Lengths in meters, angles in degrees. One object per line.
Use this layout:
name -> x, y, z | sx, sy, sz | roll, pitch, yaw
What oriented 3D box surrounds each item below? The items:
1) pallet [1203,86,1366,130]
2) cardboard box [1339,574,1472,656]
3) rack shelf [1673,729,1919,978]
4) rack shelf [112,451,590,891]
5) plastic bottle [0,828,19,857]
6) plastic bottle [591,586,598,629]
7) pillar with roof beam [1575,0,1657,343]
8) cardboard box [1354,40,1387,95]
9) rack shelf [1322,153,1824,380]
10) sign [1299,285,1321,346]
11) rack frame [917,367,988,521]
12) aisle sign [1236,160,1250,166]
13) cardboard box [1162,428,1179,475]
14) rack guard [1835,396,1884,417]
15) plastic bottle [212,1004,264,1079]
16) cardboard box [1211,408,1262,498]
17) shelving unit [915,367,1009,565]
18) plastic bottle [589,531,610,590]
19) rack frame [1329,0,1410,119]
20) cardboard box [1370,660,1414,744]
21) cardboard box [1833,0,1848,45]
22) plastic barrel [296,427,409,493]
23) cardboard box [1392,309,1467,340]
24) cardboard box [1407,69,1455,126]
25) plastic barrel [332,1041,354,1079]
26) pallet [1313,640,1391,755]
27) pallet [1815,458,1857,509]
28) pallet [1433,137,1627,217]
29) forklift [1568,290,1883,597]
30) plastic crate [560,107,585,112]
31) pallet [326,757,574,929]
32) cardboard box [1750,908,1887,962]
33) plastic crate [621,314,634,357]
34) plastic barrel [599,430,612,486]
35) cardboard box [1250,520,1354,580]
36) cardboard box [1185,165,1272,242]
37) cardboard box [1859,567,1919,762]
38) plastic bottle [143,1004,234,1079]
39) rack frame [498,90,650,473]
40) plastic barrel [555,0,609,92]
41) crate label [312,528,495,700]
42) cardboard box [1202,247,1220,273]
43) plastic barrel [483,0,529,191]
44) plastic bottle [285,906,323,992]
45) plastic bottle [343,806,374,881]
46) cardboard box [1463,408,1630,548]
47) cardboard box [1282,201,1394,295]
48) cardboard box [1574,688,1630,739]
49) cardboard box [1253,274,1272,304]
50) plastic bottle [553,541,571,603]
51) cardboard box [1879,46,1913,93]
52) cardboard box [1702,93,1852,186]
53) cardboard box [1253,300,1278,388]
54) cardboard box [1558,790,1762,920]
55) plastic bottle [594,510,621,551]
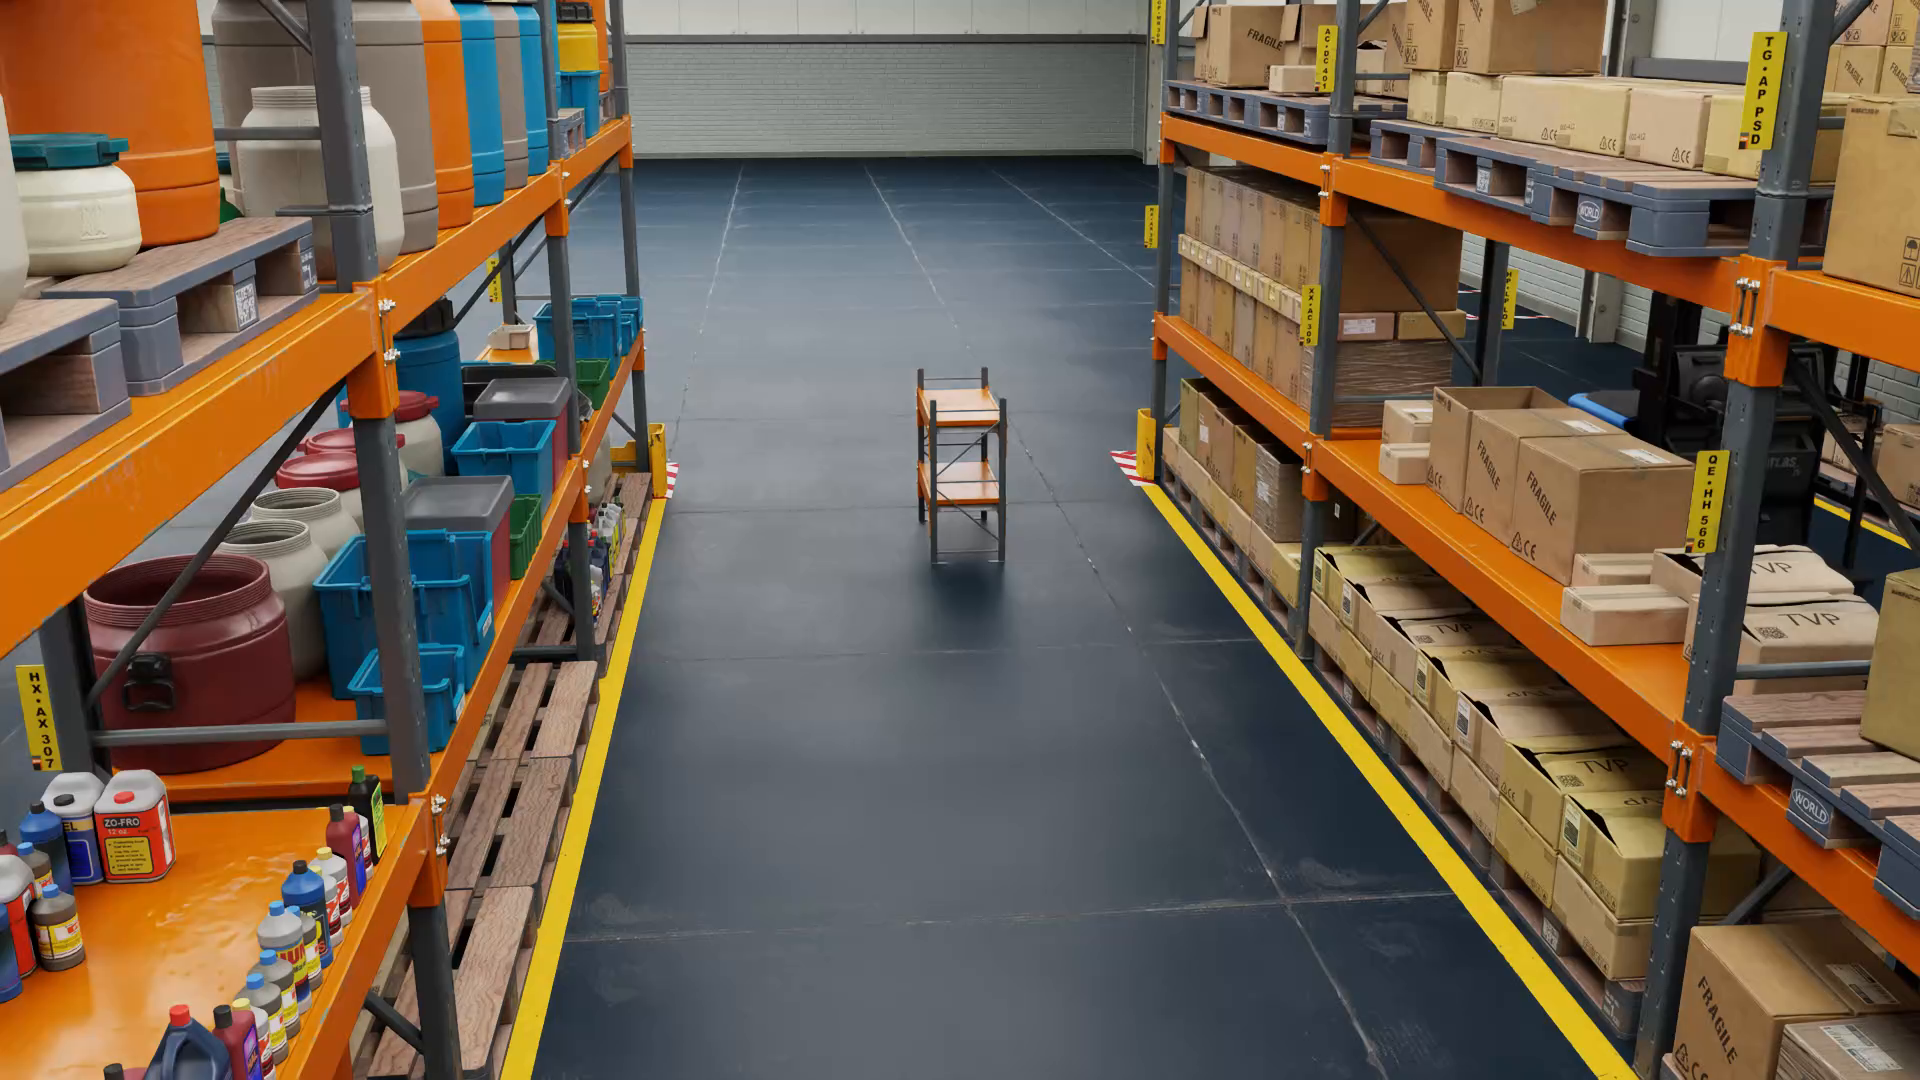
pallet -> 2.196, -2.778, 10.659 | 1.003, 0.211, 1.213 | -2, 18, -6
cardboard box -> 2.274, 0.351, 8.505 | 0.500, 0.311, 0.500 | -2, 18, -6
rack shelf -> 3.051, 1.357, 3.546 | 1.077, 0.370, 4.000 | -2, 18, -6
rack shelf -> -2.289, 0.318, 6.859 | 1.077, 0.370, 4.000 | -2, 18, -6
plastic bottle -> -2.371, 0.864, 4.111 | 0.061, 0.283, 0.133 | -2, 18, -6
plastic bottle -> -2.092, 0.362, 9.337 | 0.097, 0.271, 0.097 | 0, 17, 0
pillar with roof beam -> 2.978, -6.454, 17.212 | 9.100, 9.000, 0.400 | -2, 18, -6
cardboard box -> 2.587, -2.748, 9.629 | 0.500, 0.311, 0.500 | -3, 18, -9
rack shelf -> 2.639, -1.265, 6.893 | 1.077, 0.370, 4.000 | -2, 18, -6
sign -> 1.880, -1.207, 8.935 | 0.100, 0.325, 0.005 | -2, 18, -6
rack frame -> -0.052, -0.686, 11.985 | 0.500, 1.125, 0.032 | -2, 18, -6
aisle sign -> 2.305, -3.234, 12.631 | 0.394, 0.787, 0.004 | -2, 18, -6
cardboard box -> 1.854, -0.687, 12.747 | 0.500, 0.250, 0.500 | -2, 18, -6
rack guard -> 6.954, -0.904, 13.722 | 1.175, 0.500, 0.348 | -2, 18, -6
plastic bottle -> -1.499, 1.074, 3.444 | 0.061, 0.283, 0.133 | -2, 18, -6
cardboard box -> 2.006, -0.598, 11.211 | 0.500, 0.500, 0.500 | -2, 18, -6
shelving unit -> 0.001, -0.535, 11.502 | 0.538, 1.125, 1.048 | -2, 18, -6
plastic bottle -> -2.185, 0.123, 9.966 | 0.144, 0.351, 0.185 | -3, 18, -8
rack frame -> 2.432, -3.636, 8.234 | 1.000, 3.000, 0.127 | -2, 18, -6
cardboard box -> 2.335, 0.773, 8.098 | 0.500, 0.250, 0.500 | -2, 18, -7
cardboard box -> 6.745, -3.962, 12.413 | 0.500, 0.500, 0.500 | -3, 18, -10
plastic barrel -> -2.539, -0.176, 7.003 | 0.433, 0.535, 0.433 | 0, 17, 0
cardboard box -> 2.597, -1.217, 9.295 | 0.380, 0.149, 0.250 | -2, 18, -6
cardboard box -> 2.486, -2.149, 8.057 | 0.500, 0.250, 0.500 | 0, 17, 0
plastic barrel -> -2.015, 1.551, 4.652 | 0.600, 0.830, 0.708 | -2, 18, -6
pallet -> 2.547, 0.775, 8.855 | 1.003, 0.211, 1.213 | -2, 18, -6
pallet -> 7.003, -0.523, 12.991 | 1.003, 0.211, 1.213 | -2, 18, -6
pallet -> 2.568, -1.455, 6.612 | 1.003, 0.211, 1.213 | -1, 17, -3
forklift -> 4.785, -0.950, 9.810 | 1.130, 2.935, 3.031 | -2, 18, -7
plastic crate -> -2.387, -2.430, 9.755 | 0.336, 0.188, 0.450 | -2, 18, -6
pallet -> -2.246, 1.306, 7.165 | 1.003, 0.211, 1.213 | -2, 18, -6
cardboard box -> 3.083, 1.365, 6.212 | 0.500, 0.250, 0.500 | -2, 18, -6
plastic crate -> -2.497, -1.409, 11.405 | 0.499, 0.251, 0.408 | -2, 18, -6
plastic barrel -> -2.764, -0.633, 12.138 | 0.421, 0.512, 0.421 | 0, 17, 0
cardboard box -> 2.125, 0.057, 10.376 | 0.500, 0.250, 0.500 | -2, 18, -6
cardboard box -> 2.061, -2.477, 12.225 | 0.700, 0.500, 0.500 | -2, 18, -5
cardboard box -> 3.022, 0.354, 4.672 | 0.700, 0.500, 0.500 | -8, 19, -24
plastic bottle -> -1.524, 1.090, 3.279 | 0.144, 0.351, 0.185 | -2, 18, -6
rack frame -> -2.908, -1.813, 12.445 | 1.000, 3.000, 0.127 | -2, 18, -6
plastic barrel -> -2.731, -3.509, 11.420 | 0.600, 0.830, 0.708 | -2, 18, -6
crate label -> -1.916, 0.249, 5.817 | 0.502, 0.435, 0.616 | -2, 18, -6
cardboard box -> 1.924, -1.971, 11.696 | 0.380, 0.149, 0.250 | -2, 18, -6
plastic barrel -> -2.159, -1.952, 7.043 | 0.600, 0.901, 0.600 | 0, 17, 0
plastic bottle -> -1.569, 0.963, 3.933 | 0.097, 0.201, 0.097 | 0, 17, 0
plastic bottle -> -1.623, 0.807, 4.429 | 0.097, 0.201, 0.097 | 0, 17, 0
cardboard box -> 2.601, -0.286, 7.412 | 0.500, 0.500, 0.500 | -2, 18, -6
cardboard box -> 2.327, -1.723, 9.823 | 0.700, 0.500, 0.500 | -2, 18, -6
cardboard box -> 2.970, 0.789, 7.110 | 0.500, 0.311, 0.500 | -2, 18, -7
cardboard box -> 2.062, -1.583, 10.463 | 0.380, 0.149, 0.250 | -1, 17, -4
plastic bottle -> -2.309, 0.184, 9.772 | 0.144, 0.351, 0.185 | -2, 18, -6
cardboard box -> 6.810, -3.185, 11.605 | 0.500, 0.500, 0.500 | -1, 17, -3
cardboard box -> 2.742, -1.275, 5.272 | 0.500, 0.250, 0.500 | -3, 18, -10
cardboard box -> 2.272, -1.260, 10.515 | 0.700, 0.500, 0.500 | -2, 17, -5
cardboard box -> 2.546, 1.114, 6.075 | 0.500, 0.311, 0.500 | -1, 17, -4
plastic bottle -> -2.269, -0.073, 10.714 | 0.152, 0.276, 0.135 | -2, 18, -7
